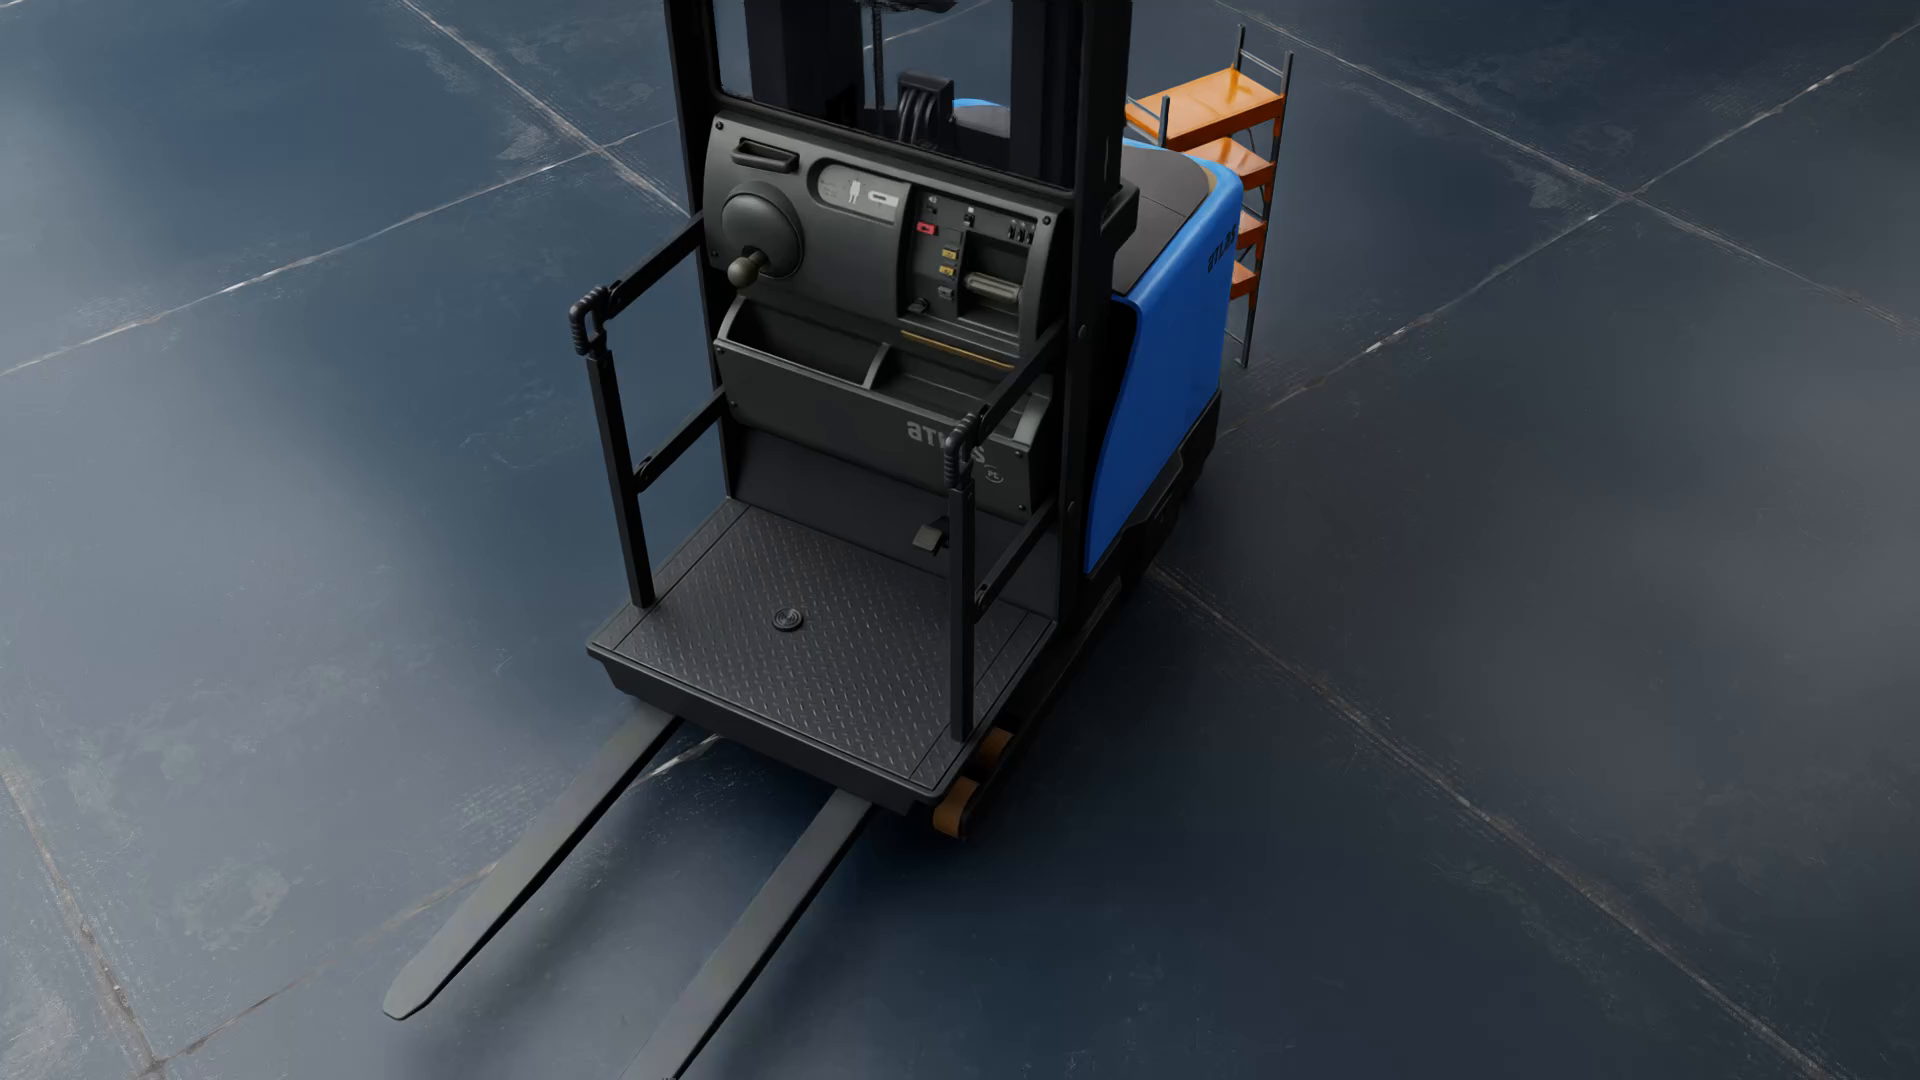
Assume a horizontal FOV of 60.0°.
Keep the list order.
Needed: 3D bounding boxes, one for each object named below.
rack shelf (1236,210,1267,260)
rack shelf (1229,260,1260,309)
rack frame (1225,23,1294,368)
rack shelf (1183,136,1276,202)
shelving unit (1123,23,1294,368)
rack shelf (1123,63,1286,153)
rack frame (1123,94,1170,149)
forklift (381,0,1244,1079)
[{"bbox_3d":[0.745,-0.974,5.509,0.480,0.148,0.258,-25,49,-24],"label":"rack shelf"},{"bbox_3d":[0.745,-0.829,5.644,0.480,0.148,0.258,-25,49,-24],"label":"rack shelf"},{"bbox_3d":[0.947,-1.117,5.563,0.015,1.200,0.240,-25,49,-24],"label":"rack frame"},{"bbox_3d":[0.745,-1.137,5.355,0.480,0.148,0.258,-25,49,-24],"label":"rack shelf"},{"bbox_3d":[0.745,-1.023,5.462,0.503,1.200,0.258,-25,49,-24],"label":"shelving unit"},{"bbox_3d":[0.745,-1.309,5.193,0.480,0.148,0.258,-25,49,-24],"label":"rack shelf"},{"bbox_3d":[0.544,-0.928,5.362,0.015,1.200,0.240,-25,49,-24],"label":"rack frame"},{"bbox_3d":[-0.304,-0.638,3.788,1.130,2.935,3.031,20,47,20],"label":"forklift"}]
